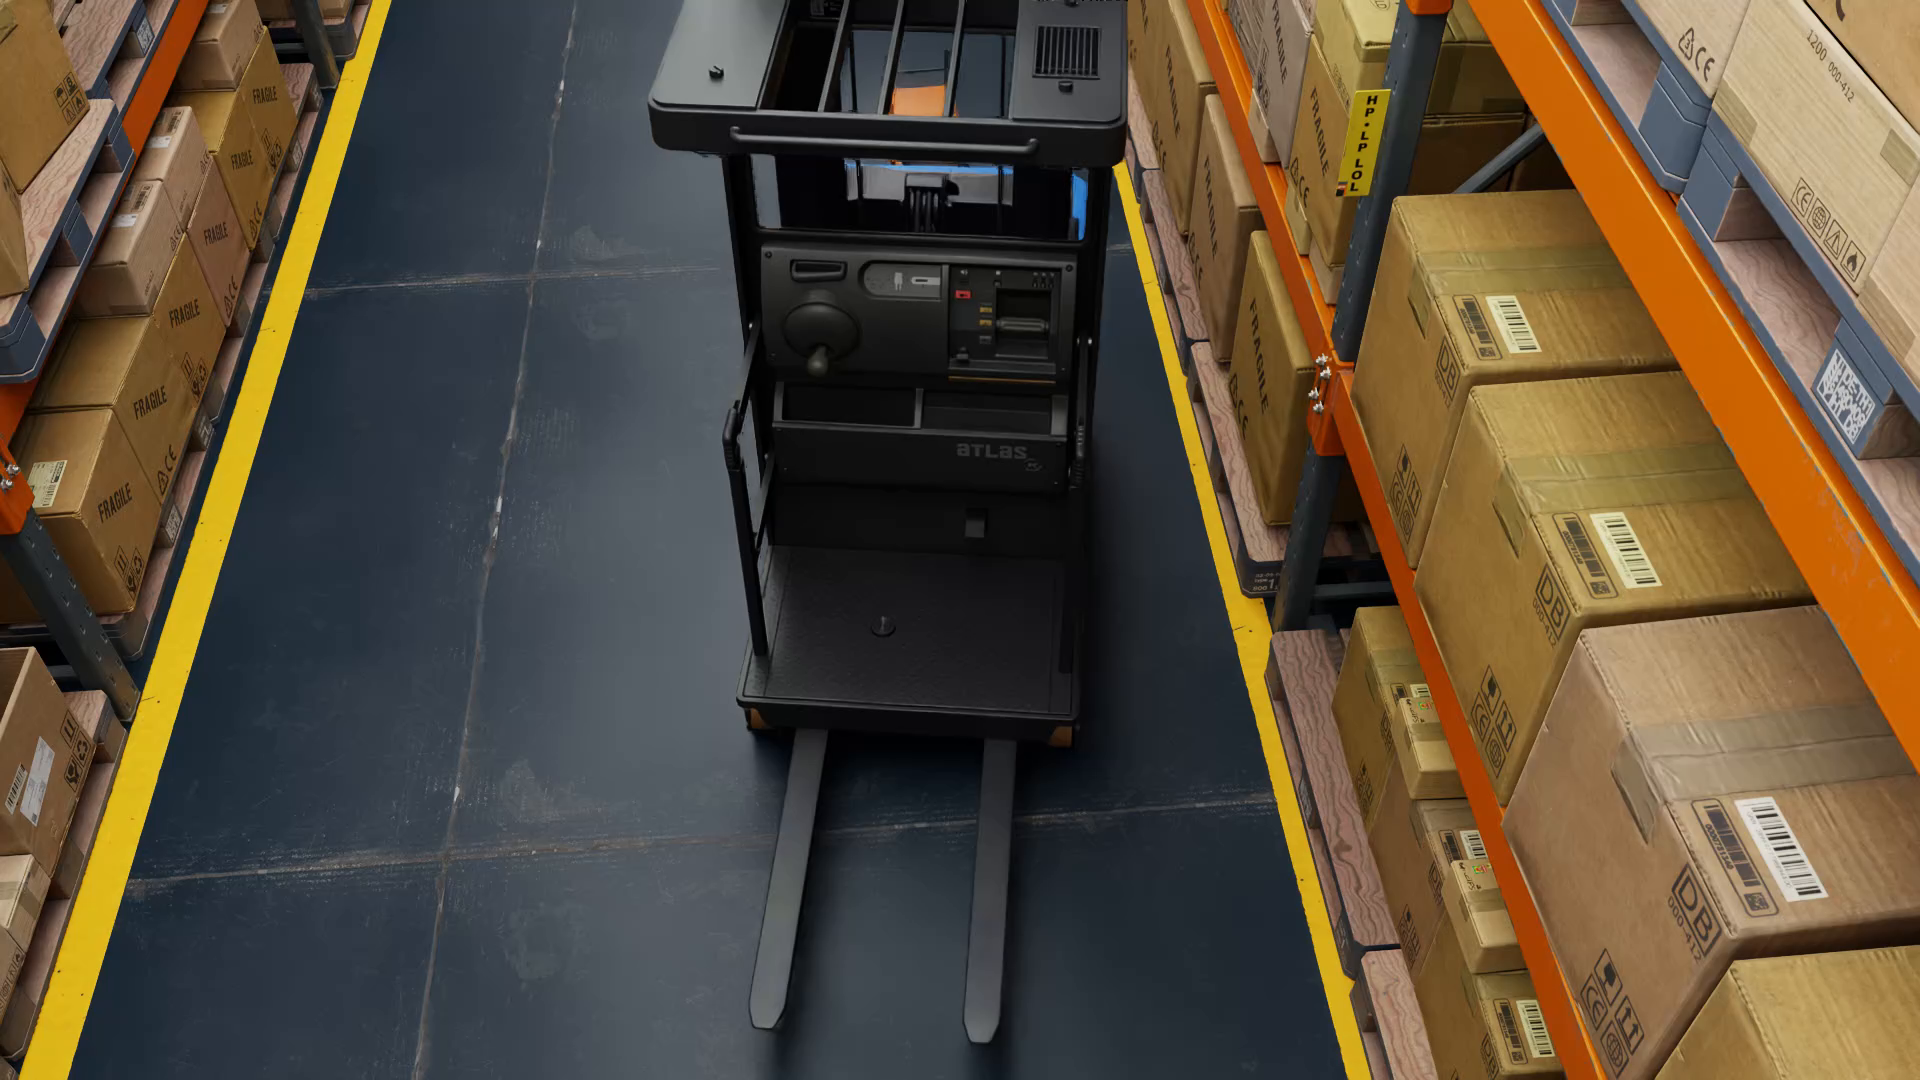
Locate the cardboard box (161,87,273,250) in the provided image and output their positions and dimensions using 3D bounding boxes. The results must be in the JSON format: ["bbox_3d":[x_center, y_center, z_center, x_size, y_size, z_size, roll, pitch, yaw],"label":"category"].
[{"bbox_3d":[-3.298,-1.571,7.090,0.500,0.500,0.500,-5,47,-5],"label":"cardboard box"}]

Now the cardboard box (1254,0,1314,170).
[{"bbox_3d":[1.275,-1.556,5.371,0.500,0.500,0.500,-3,47,-3],"label":"cardboard box"}]

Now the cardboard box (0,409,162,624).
[{"bbox_3d":[-3.116,-0.078,5.677,0.500,0.500,0.500,-5,47,-5],"label":"cardboard box"}]

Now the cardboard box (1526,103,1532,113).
[{"bbox_3d":[1.839,-1.476,4.778,0.500,0.250,0.500,-2,47,-2],"label":"cardboard box"}]

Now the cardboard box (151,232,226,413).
[{"bbox_3d":[-3.206,-0.826,6.385,0.500,0.500,0.500,-3,47,-3],"label":"cardboard box"}]

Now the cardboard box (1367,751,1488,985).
[{"bbox_3d":[1.617,0.900,4.764,0.700,0.500,0.500,-4,47,-4],"label":"cardboard box"}]

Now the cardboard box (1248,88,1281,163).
[{"bbox_3d":[1.205,-1.432,5.700,0.380,0.149,0.250,-3,47,-3],"label":"cardboard box"}]

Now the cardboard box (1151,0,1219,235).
[{"bbox_3d":[1.281,-1.851,7.128,0.750,0.750,0.750,-4,47,-3],"label":"cardboard box"}]

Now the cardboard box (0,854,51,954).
[{"bbox_3d":[-2.897,1.070,4.831,0.380,0.149,0.250,-3,47,-3],"label":"cardboard box"}]

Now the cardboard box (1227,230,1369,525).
[{"bbox_3d":[1.434,-0.593,5.937,0.750,0.750,0.750,-3,47,-3],"label":"cardboard box"}]

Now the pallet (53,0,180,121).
[{"bbox_3d":[-3.486,-1.843,6.062,1.003,0.211,1.213,-3,47,-3],"label":"pallet"}]

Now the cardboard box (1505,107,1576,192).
[{"bbox_3d":[1.830,-1.217,5.049,0.500,0.500,0.500,-5,47,-5],"label":"cardboard box"}]

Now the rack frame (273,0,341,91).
[{"bbox_3d":[-3.653,-3.316,7.325,1.000,3.000,0.127,-3,47,-3],"label":"rack frame"}]

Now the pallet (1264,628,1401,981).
[{"bbox_3d":[1.603,0.788,5.358,1.003,0.211,1.213,-3,47,-3],"label":"pallet"}]

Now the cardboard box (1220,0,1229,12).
[{"bbox_3d":[1.195,-2.281,6.057,0.500,0.500,0.500,-2,47,-2],"label":"cardboard box"}]

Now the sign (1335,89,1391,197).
[{"bbox_3d":[1.078,-1.057,4.442,0.100,0.325,0.005,-3,47,-3],"label":"sign"}]

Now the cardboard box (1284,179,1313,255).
[{"bbox_3d":[1.263,-1.055,5.342,0.380,0.149,0.250,-3,47,-3],"label":"cardboard box"}]

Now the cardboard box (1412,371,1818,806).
[{"bbox_3d":[1.703,0.093,3.889,0.980,0.700,0.700,-5,47,-4],"label":"cardboard box"}]

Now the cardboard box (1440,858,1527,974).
[{"bbox_3d":[1.469,0.950,4.270,0.380,0.149,0.250,-5,47,-4],"label":"cardboard box"}]

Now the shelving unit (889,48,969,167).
[{"bbox_3d":[-0.122,-1.286,6.642,0.258,1.200,0.503,-6,47,-6],"label":"shelving unit"}]

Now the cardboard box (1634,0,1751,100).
[{"bbox_3d":[1.441,-0.999,2.809,0.500,0.250,0.500,-4,47,-4],"label":"cardboard box"}]

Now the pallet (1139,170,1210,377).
[{"bbox_3d":[1.373,-1.205,7.246,1.003,0.211,1.213,-3,47,-3],"label":"pallet"}]

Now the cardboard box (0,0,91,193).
[{"bbox_3d":[-3.256,-1.451,5.200,0.700,0.500,0.500,3,47,3],"label":"cardboard box"}]

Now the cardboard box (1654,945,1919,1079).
[{"bbox_3d":[1.828,1.171,2.868,0.980,0.700,0.700,-4,47,-4],"label":"cardboard box"}]

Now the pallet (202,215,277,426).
[{"bbox_3d":[-3.529,-0.934,6.989,1.003,0.211,1.213,-3,47,-3],"label":"pallet"}]

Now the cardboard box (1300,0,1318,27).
[{"bbox_3d":[1.291,-1.820,5.104,0.500,0.250,0.500,-3,47,-2],"label":"cardboard box"}]

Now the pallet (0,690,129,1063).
[{"bbox_3d":[-3.262,1.034,5.126,1.003,0.211,1.213,-3,47,-3],"label":"pallet"}]

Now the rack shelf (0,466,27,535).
[{"bbox_3d":[-3.151,1.272,3.474,1.077,0.370,4.000,-3,47,-3],"label":"rack shelf"}]

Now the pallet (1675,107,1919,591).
[{"bbox_3d":[1.775,-0.253,2.419,1.003,0.211,1.213,-3,47,-3],"label":"pallet"}]

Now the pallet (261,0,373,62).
[{"bbox_3d":[-3.683,-2.955,8.903,1.003,0.211,1.213,-3,47,-3],"label":"pallet"}]

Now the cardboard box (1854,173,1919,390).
[{"bbox_3d":[1.534,-0.257,2.107,0.500,0.250,0.500,-5,47,-4],"label":"cardboard box"}]

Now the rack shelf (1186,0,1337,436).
[{"bbox_3d":[1.450,-1.925,6.503,1.077,0.370,4.000,-3,47,-3],"label":"rack shelf"}]

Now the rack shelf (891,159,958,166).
[{"bbox_3d":[-0.122,-1.394,6.528,0.258,0.148,0.480,-6,47,-6],"label":"rack shelf"}]

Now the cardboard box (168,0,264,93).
[{"bbox_3d":[-3.332,-2.163,7.134,0.500,0.250,0.500,-2,47,-2],"label":"cardboard box"}]

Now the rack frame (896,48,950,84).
[{"bbox_3d":[-0.157,-1.461,6.808,0.240,1.200,0.015,-6,47,-6],"label":"rack frame"}]

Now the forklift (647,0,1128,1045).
[{"bbox_3d":[-0.137,-0.569,4.771,1.130,2.935,3.031,3,47,3],"label":"forklift"}]

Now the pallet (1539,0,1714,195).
[{"bbox_3d":[1.676,-1.134,3.253,1.003,0.211,1.213,-3,47,-3],"label":"pallet"}]

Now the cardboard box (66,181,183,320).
[{"bbox_3d":[-3.200,-1.060,6.090,0.500,0.250,0.500,-3,47,-3],"label":"cardboard box"}]
